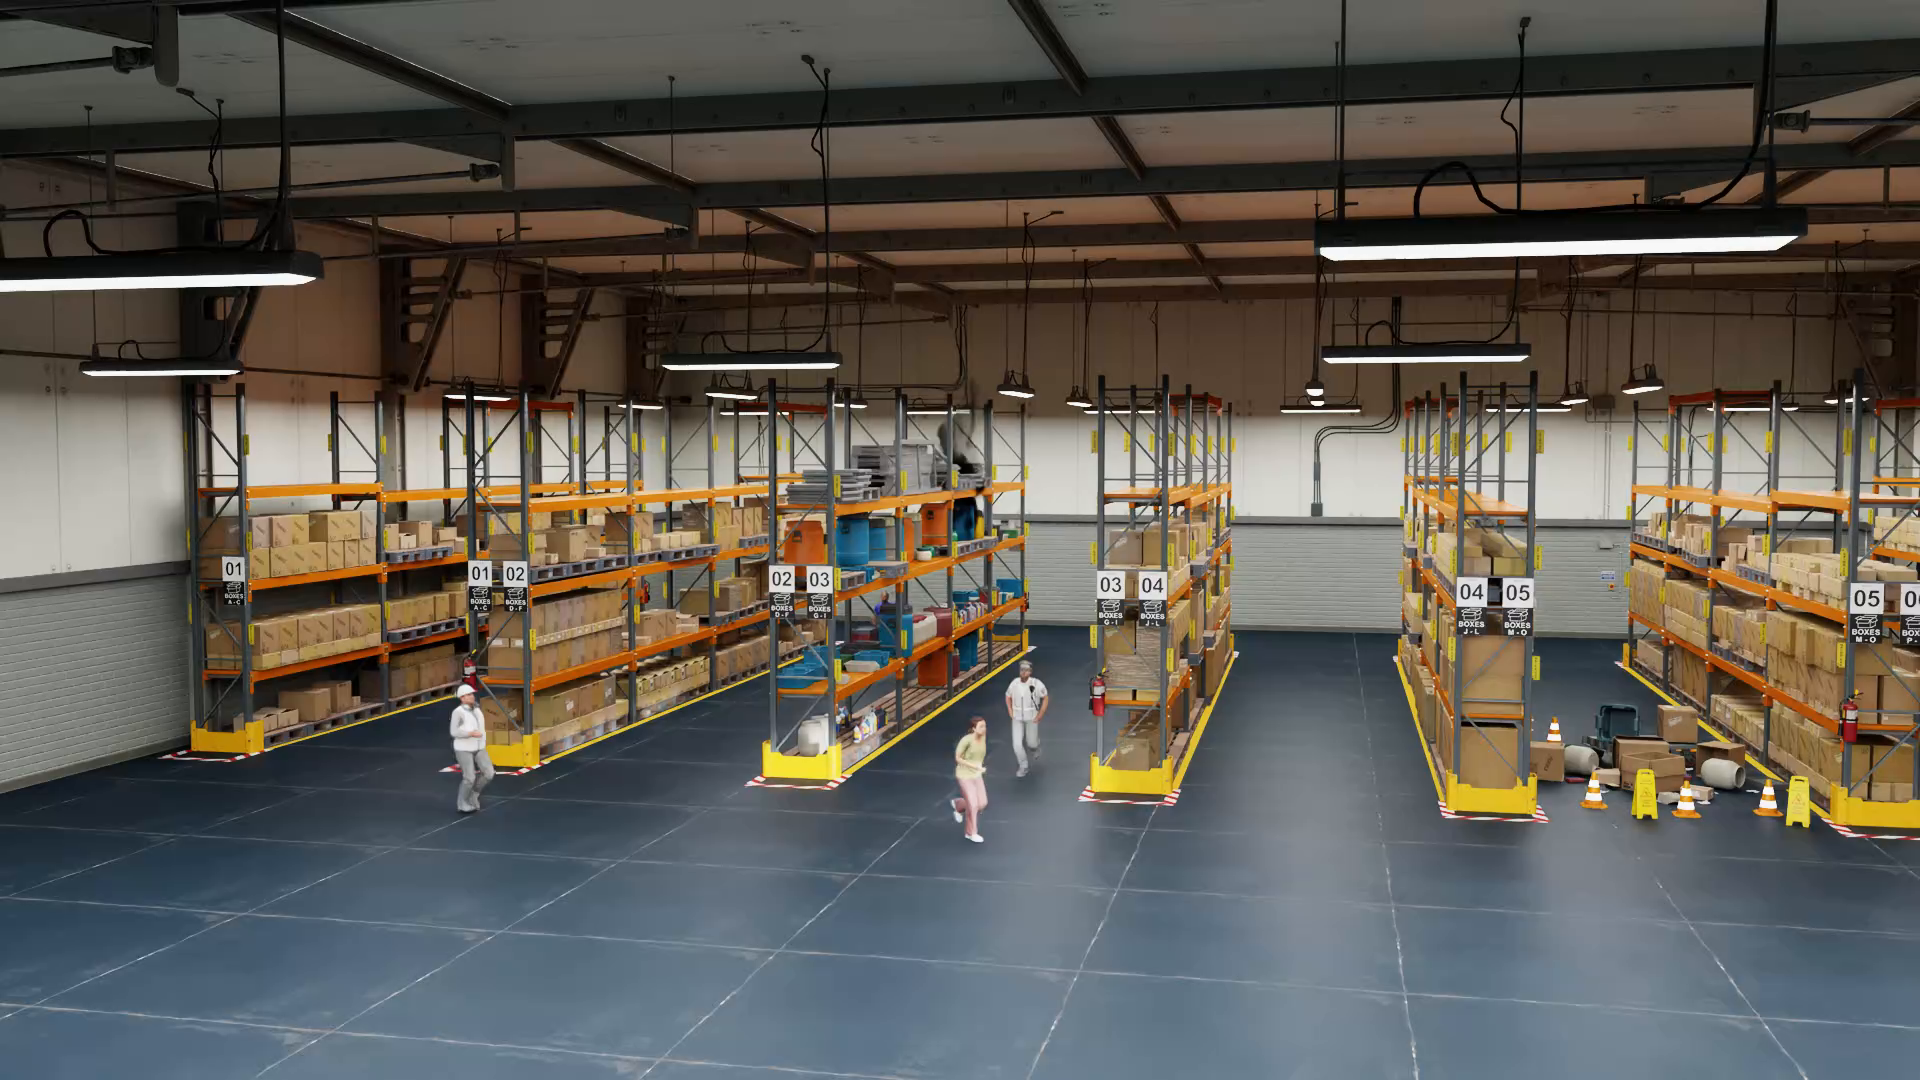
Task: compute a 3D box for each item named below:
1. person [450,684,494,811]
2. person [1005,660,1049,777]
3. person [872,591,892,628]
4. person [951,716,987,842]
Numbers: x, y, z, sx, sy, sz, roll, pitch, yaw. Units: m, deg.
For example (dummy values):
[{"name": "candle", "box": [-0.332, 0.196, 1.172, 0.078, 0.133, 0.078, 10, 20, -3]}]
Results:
[{"name": "person", "box": [-6.599, 2.831, 22.585, 0.617, 1.739, 0.645, 2, 4, 31]}, {"name": "person", "box": [1.009, 2.697, 25.364, 0.680, 1.751, 0.661, 1, 3, 15]}, {"name": "person", "box": [-1.584, 1.901, 35.257, 0.582, 1.630, 0.577, 1, 3, 9]}, {"name": "person", "box": [0.121, 3.007, 21.045, 0.562, 1.602, 0.691, -3, 4, -39]}]
